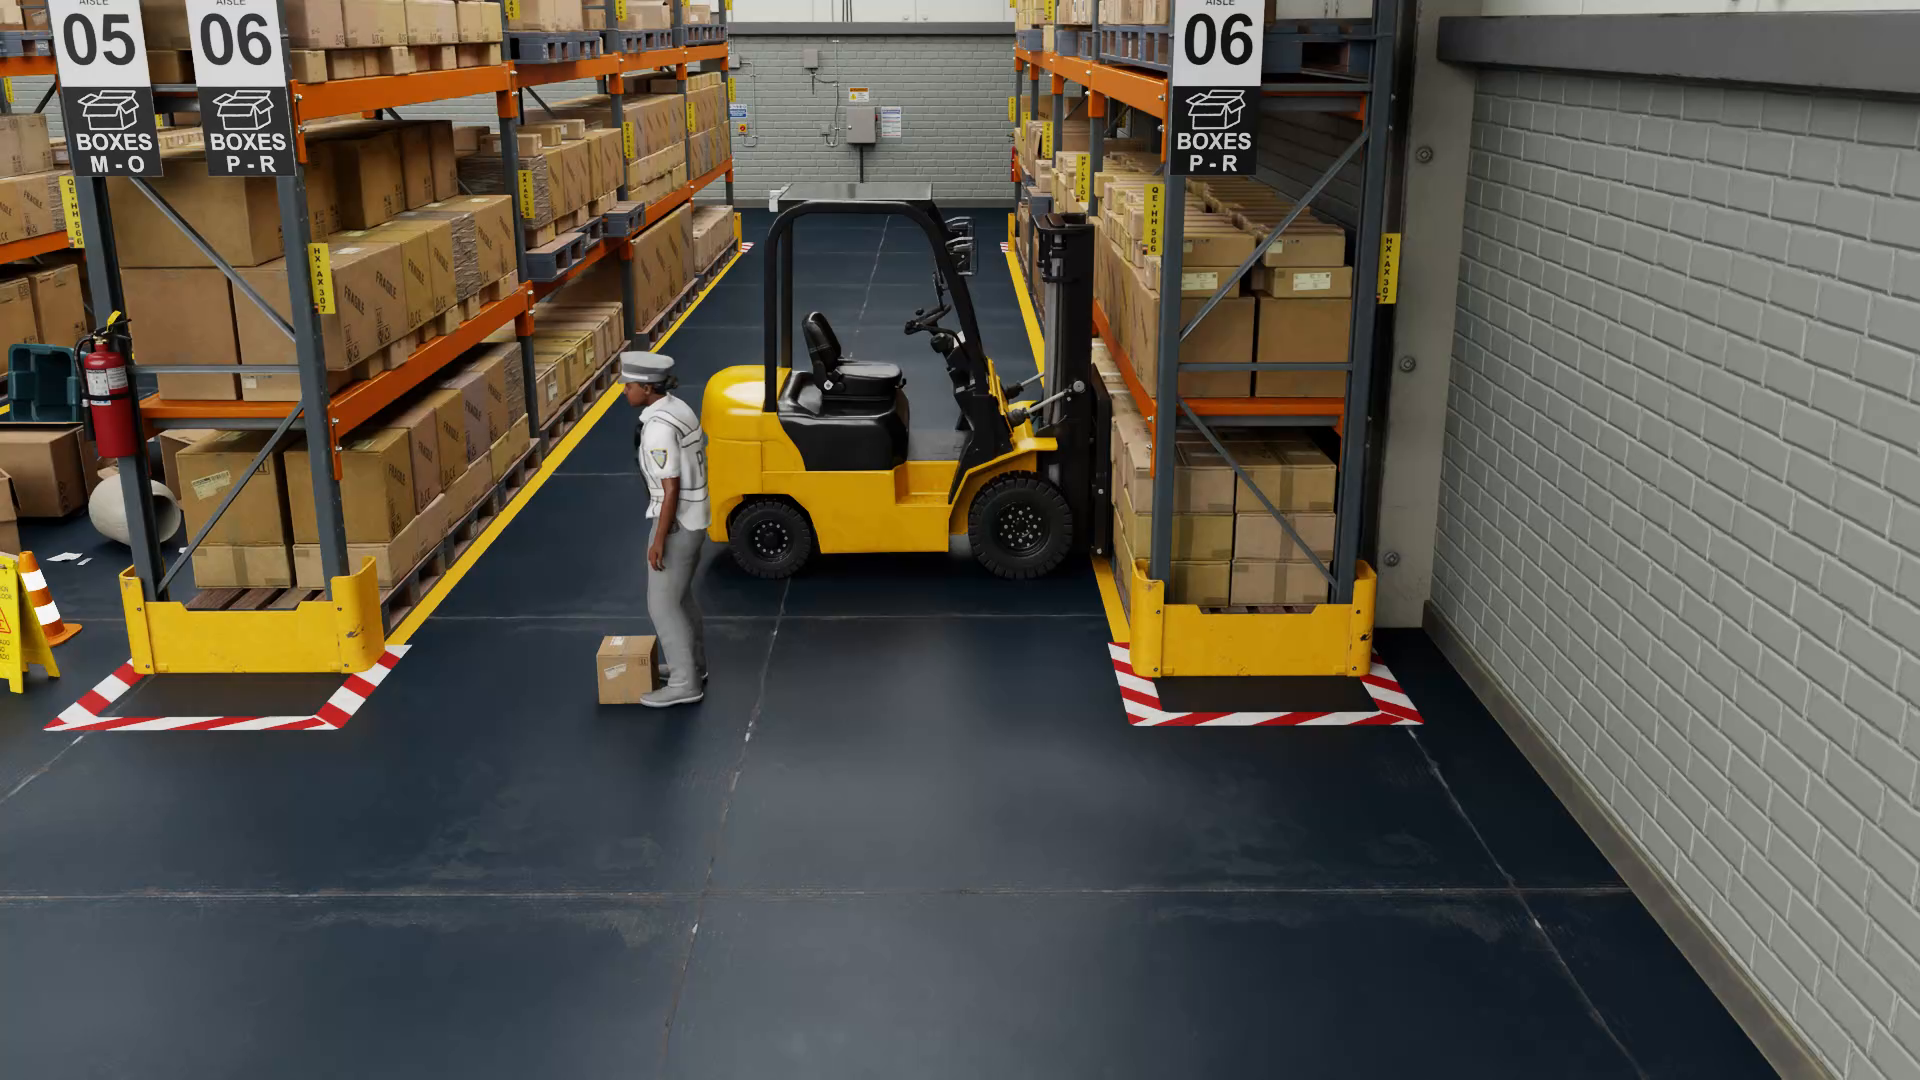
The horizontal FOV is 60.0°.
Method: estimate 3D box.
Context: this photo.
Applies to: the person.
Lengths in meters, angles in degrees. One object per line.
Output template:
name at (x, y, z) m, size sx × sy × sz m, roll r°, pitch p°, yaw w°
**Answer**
person at (-1.350, -0.059, 7.734) m, size 0.396 × 1.661 × 0.525 m, roll -1°, pitch 17°, yaw -3°
